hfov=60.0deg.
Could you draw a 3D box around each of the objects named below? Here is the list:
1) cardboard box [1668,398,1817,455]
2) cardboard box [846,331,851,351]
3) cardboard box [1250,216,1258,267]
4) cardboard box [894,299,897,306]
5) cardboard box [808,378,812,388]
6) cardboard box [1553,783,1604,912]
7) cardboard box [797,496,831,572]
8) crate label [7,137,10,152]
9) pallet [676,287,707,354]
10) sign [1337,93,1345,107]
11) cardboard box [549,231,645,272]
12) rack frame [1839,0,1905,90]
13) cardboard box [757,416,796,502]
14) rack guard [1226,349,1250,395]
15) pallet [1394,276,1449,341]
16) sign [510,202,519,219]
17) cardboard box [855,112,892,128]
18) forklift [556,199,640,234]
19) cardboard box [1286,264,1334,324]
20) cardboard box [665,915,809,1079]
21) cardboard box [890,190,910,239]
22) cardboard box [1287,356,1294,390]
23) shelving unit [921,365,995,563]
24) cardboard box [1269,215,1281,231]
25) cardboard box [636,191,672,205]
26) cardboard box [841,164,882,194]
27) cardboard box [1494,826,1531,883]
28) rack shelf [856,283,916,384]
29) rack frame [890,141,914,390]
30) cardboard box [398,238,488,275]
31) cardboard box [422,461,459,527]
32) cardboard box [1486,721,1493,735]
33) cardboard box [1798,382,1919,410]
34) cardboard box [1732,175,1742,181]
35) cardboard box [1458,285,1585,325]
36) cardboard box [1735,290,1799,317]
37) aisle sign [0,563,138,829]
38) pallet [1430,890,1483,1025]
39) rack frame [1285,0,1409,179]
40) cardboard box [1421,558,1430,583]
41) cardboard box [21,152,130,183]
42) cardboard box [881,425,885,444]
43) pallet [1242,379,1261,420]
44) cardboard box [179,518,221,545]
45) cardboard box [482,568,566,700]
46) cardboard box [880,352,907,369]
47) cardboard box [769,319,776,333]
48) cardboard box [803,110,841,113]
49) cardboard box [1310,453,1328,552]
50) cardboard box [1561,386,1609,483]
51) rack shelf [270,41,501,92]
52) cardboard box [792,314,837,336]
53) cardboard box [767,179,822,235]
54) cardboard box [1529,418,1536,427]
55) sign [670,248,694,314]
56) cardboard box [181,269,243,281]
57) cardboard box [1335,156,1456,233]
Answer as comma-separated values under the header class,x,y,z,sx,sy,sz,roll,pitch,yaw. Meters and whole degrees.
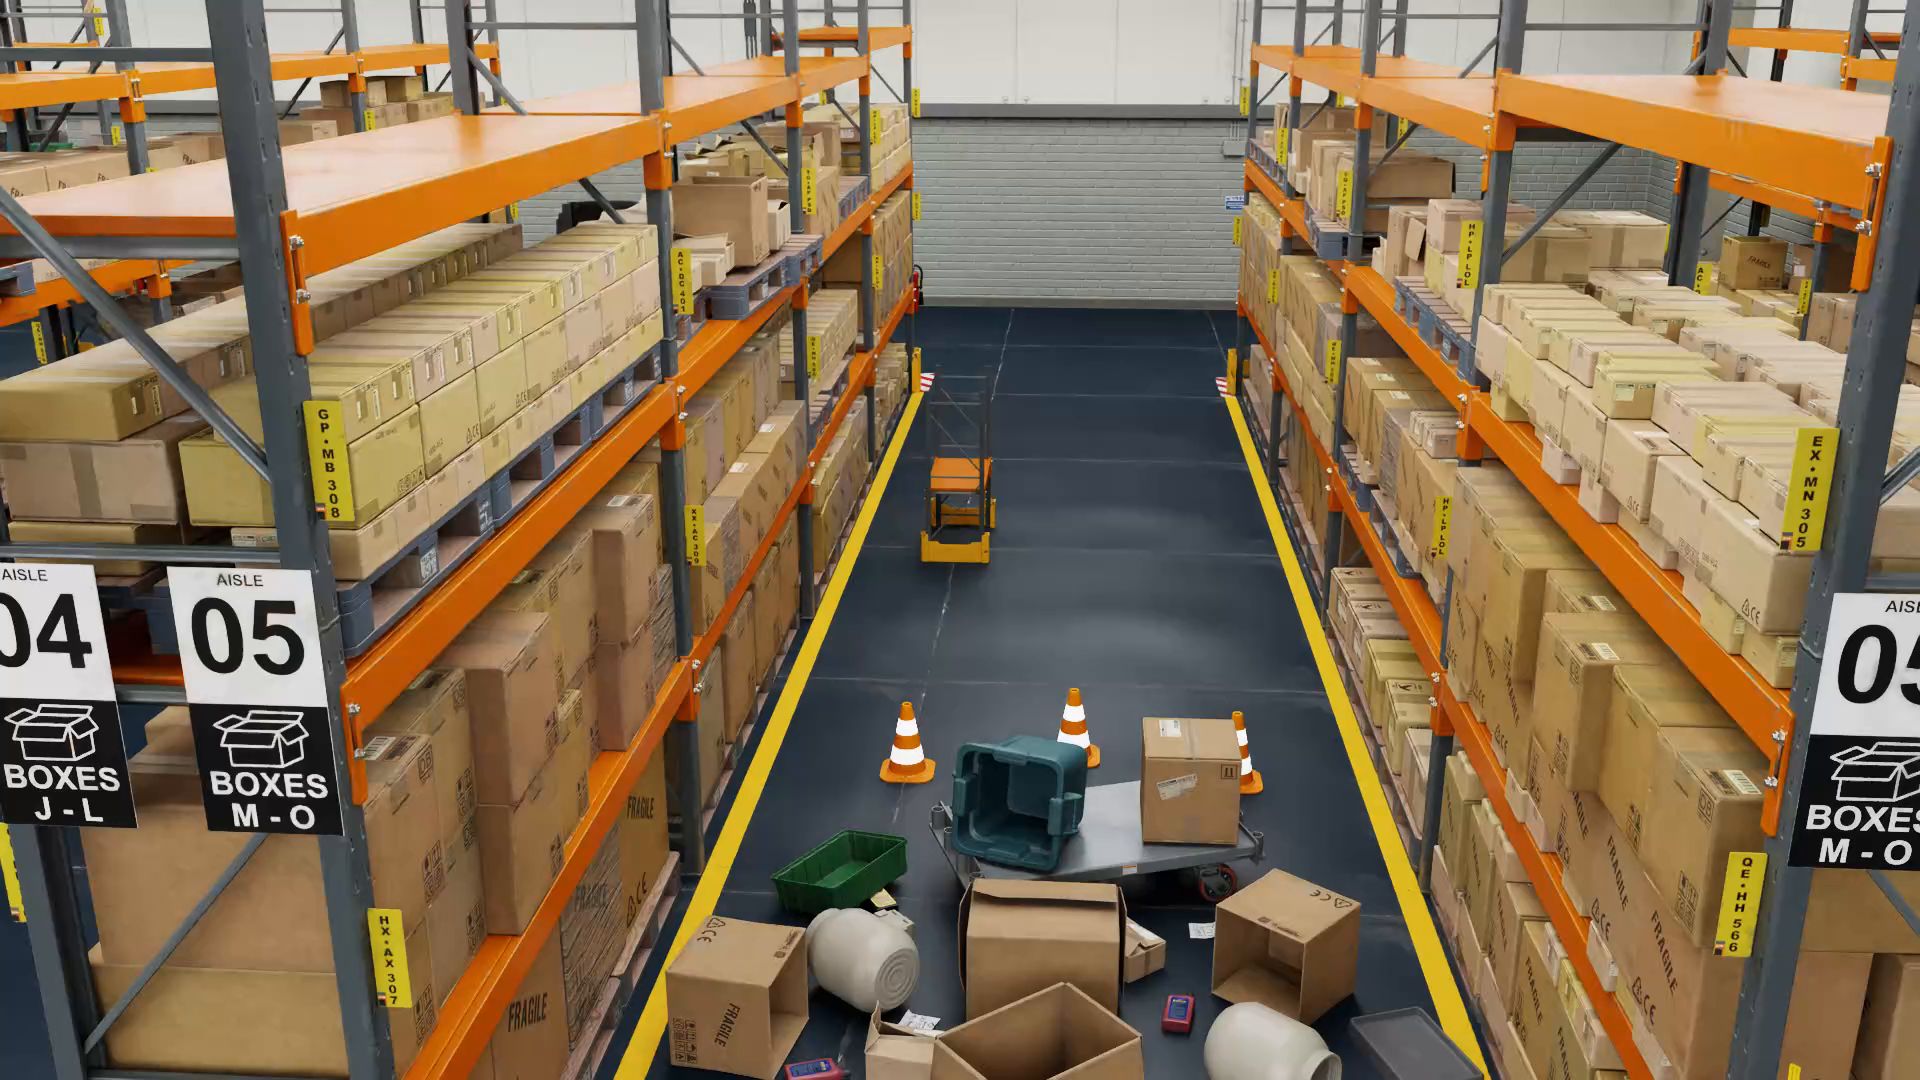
class,x,y,z,sx,sy,sz,roll,pitch,yaw
cardboard box,2.607,-0.373,5.548,0.380,0.149,0.250,1,18,4
cardboard box,-1.227,-1.864,15.523,0.380,0.149,0.250,1,18,4
cardboard box,3.495,-3.292,18.386,0.500,0.500,0.500,1,18,3
cardboard box,-0.914,-2.769,18.961,0.380,0.149,0.250,0,18,1
cardboard box,-1.393,-1.279,13.260,0.380,0.149,0.250,2,18,7
cardboard box,2.570,1.062,6.226,0.500,0.500,0.500,1,18,4
cardboard box,-1.340,-0.053,13.608,0.500,0.500,0.500,1,18,2
crate label,-11.340,-4.640,19.688,0.408,0.251,0.502,1,18,4
pallet,-1.915,-1.205,9.274,0.805,0.209,1.217,1,18,2
sign,4.413,-5.025,19.329,0.100,0.325,0.005,1,18,4
cardboard box,-1.658,-1.318,7.598,0.380,0.149,0.250,1,18,4
rack frame,8.538,-4.732,14.912,1.000,3.000,0.127,1,18,4
cardboard box,-1.446,-0.574,11.697,0.500,0.500,0.500,1,18,4
rack guard,3.875,-2.052,20.384,1.175,0.500,0.348,1,18,4
pallet,3.235,-1.354,9.721,1.213,0.211,1.003,1,18,4
sign,-5.471,-4.100,20.380,0.100,0.325,0.005,1,18,4
cardboard box,-0.934,-4.506,17.838,0.380,0.149,0.250,1,18,2
forklift,-3.086,-1.405,14.505,1.130,2.935,3.031,1,18,3
cardboard box,3.259,-2.224,15.128,0.500,0.500,0.500,1,18,4
cardboard box,-1.019,2.107,7.687,0.500,0.500,0.500,4,19,13
cardboard box,-0.856,-3.828,19.545,0.500,0.500,0.500,1,18,3
cardboard box,3.203,-1.469,14.830,0.500,0.250,0.500,1,18,3
shelving unit,-0.005,-0.689,14.617,0.587,1.500,1.083,1,18,4
cardboard box,3.446,-3.320,17.429,0.380,0.149,0.250,1,18,3
cardboard box,-1.916,-2.238,11.425,0.500,0.311,0.500,1,18,4
cardboard box,-1.062,-3.562,16.399,0.500,0.250,0.500,2,18,7
cardboard box,2.581,1.395,7.345,0.380,0.149,0.250,2,18,7
rack shelf,-1.215,-2.349,18.430,1.077,0.370,4.000,1,18,4
rack frame,-1.071,-3.312,20.213,1.000,3.000,0.127,1,18,4
cardboard box,-2.332,-1.254,7.402,0.380,0.149,0.250,1,18,3
cardboard box,-1.838,-0.152,5.321,0.380,0.149,0.250,1,18,4
cardboard box,2.715,0.867,7.863,0.380,0.149,0.250,1,18,4
cardboard box,3.152,-0.444,5.766,0.380,0.149,0.250,2,18,5
cardboard box,8.363,-3.861,17.477,0.380,0.149,0.250,1,18,4
cardboard box,2.910,-1.244,8.652,0.500,0.250,0.500,1,18,3
cardboard box,8.401,-2.425,17.270,0.500,0.250,0.500,1,18,4
aisle sign,-2.523,0.437,4.596,0.394,0.787,0.004,1,18,4
pallet,3.000,2.029,8.393,1.003,0.211,1.213,1,18,4
rack frame,3.586,-4.841,15.246,1.000,3.000,0.127,1,18,4
cardboard box,2.811,0.166,9.327,0.380,0.149,0.250,1,18,2
cardboard box,-6.370,-2.526,12.034,0.500,0.500,0.500,2,18,5
cardboard box,-0.992,-1.103,17.376,0.380,0.149,0.250,2,18,6
pallet,3.894,-1.658,19.643,1.003,0.211,1.213,1,18,4
cardboard box,-2.514,-0.085,5.116,0.380,0.149,0.250,1,18,4
cardboard box,-2.122,0.447,6.766,0.875,0.550,0.500,1,18,4
cardboard box,-0.824,-2.109,19.492,0.380,0.149,0.250,1,18,3
cardboard box,-1.898,-1.938,15.270,0.380,0.149,0.250,1,18,2
cardboard box,-1.495,-4.599,18.120,0.380,0.149,0.250,2,18,6
cardboard box,3.500,-0.428,14.149,0.875,0.875,0.875,2,18,5
cardboard box,2.598,-0.398,6.267,0.500,0.250,0.500,1,18,4
rack shelf,-6.155,-5.152,17.991,1.077,0.370,4.000,1,18,4
cardboard box,-1.286,-1.899,14.674,0.380,0.149,0.250,0,18,1
cardboard box,-1.338,-2.472,12.671,0.500,0.500,0.500,1,18,4
cardboard box,2.764,-0.561,7.404,0.380,0.149,0.250,1,18,4
sign,-1.378,-1.282,8.243,0.100,0.325,0.005,1,18,4
cardboard box,-6.425,-2.131,14.838,0.797,0.503,0.637,2,18,6
cardboard box,3.176,-2.543,12.208,0.797,0.503,0.637,0,18,1
